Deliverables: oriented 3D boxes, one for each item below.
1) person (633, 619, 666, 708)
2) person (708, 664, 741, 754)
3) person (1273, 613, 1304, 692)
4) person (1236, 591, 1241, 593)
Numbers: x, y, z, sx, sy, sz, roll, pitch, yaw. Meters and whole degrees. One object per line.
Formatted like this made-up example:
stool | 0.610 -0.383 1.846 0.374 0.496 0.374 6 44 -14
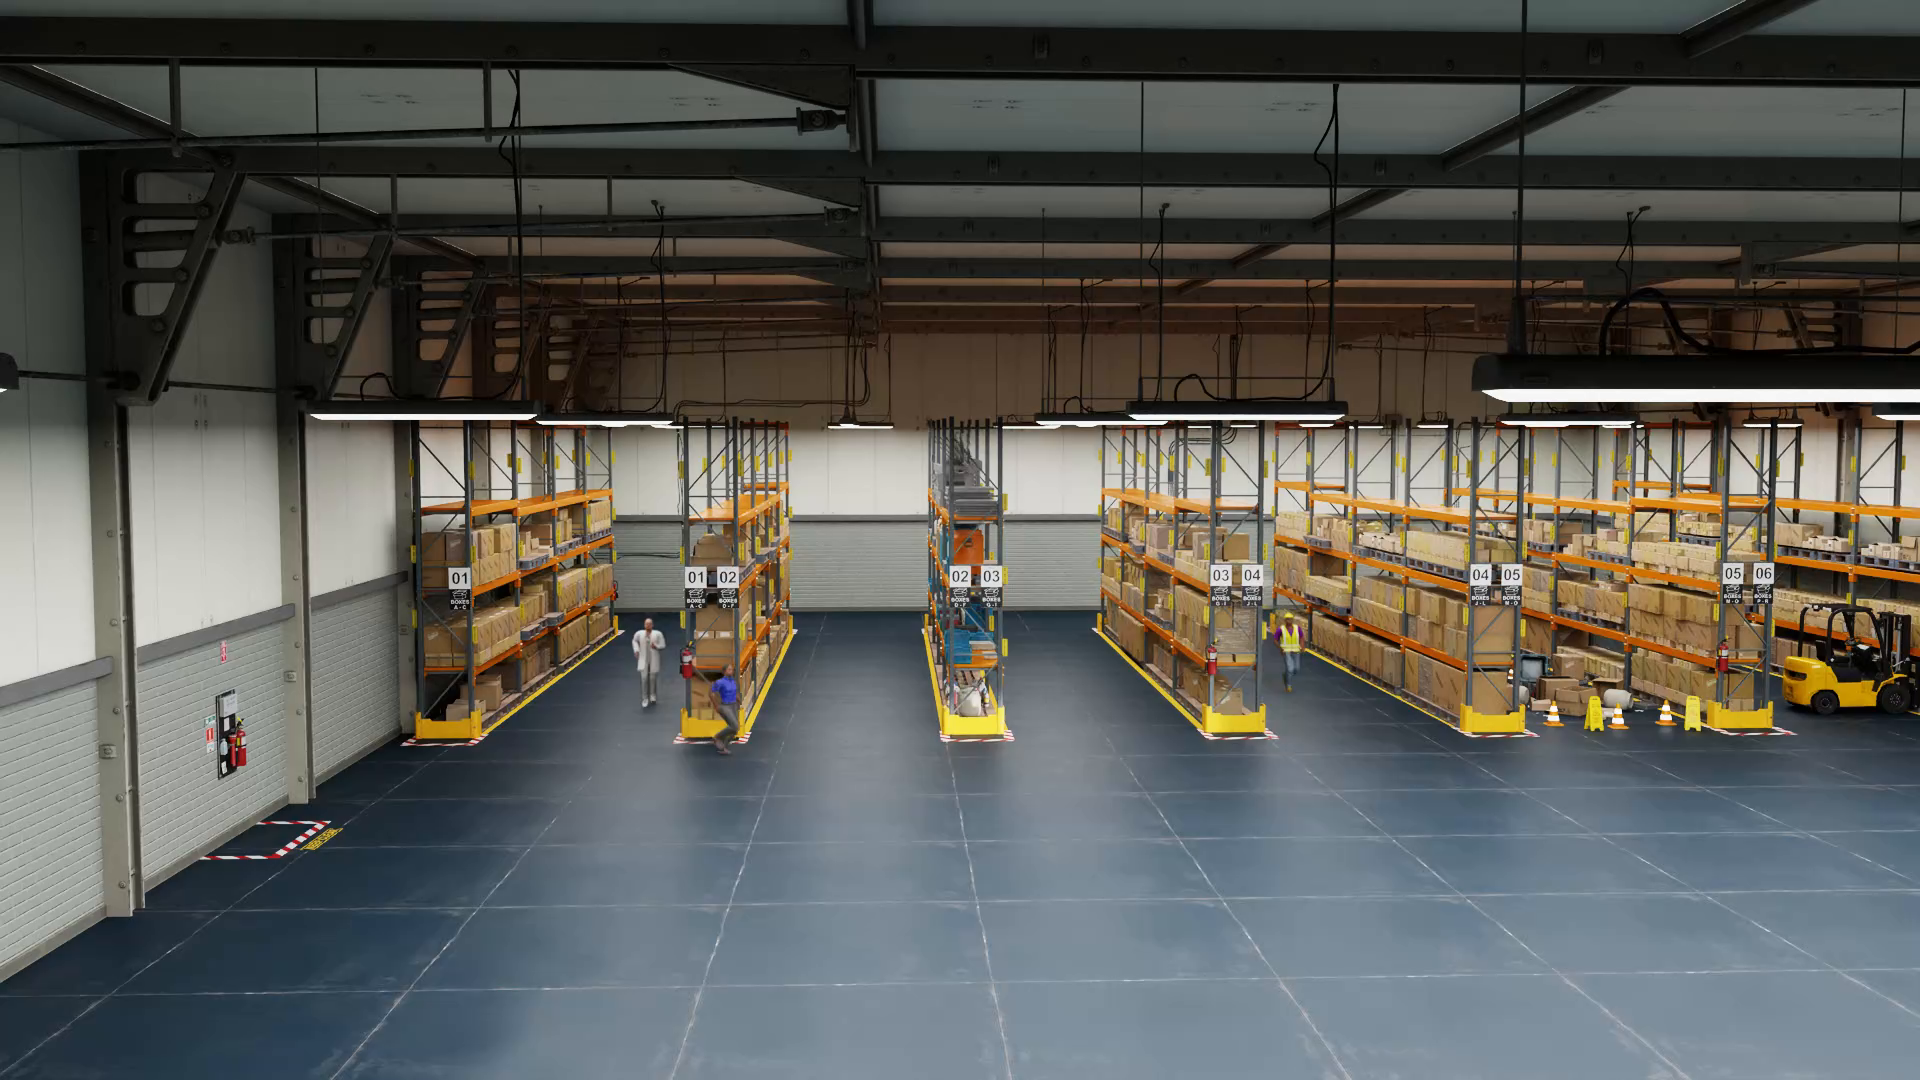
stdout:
person | -6.519 2.553 34.857 0.694 1.822 0.876 0 4 -7
person | -4.085 2.999 29.461 0.527 1.592 0.576 2 4 28
person | 7.260 2.472 36.701 0.680 1.728 0.546 0 4 -6
person | 7.768 1.742 47.840 0.690 1.784 0.874 2 4 33
